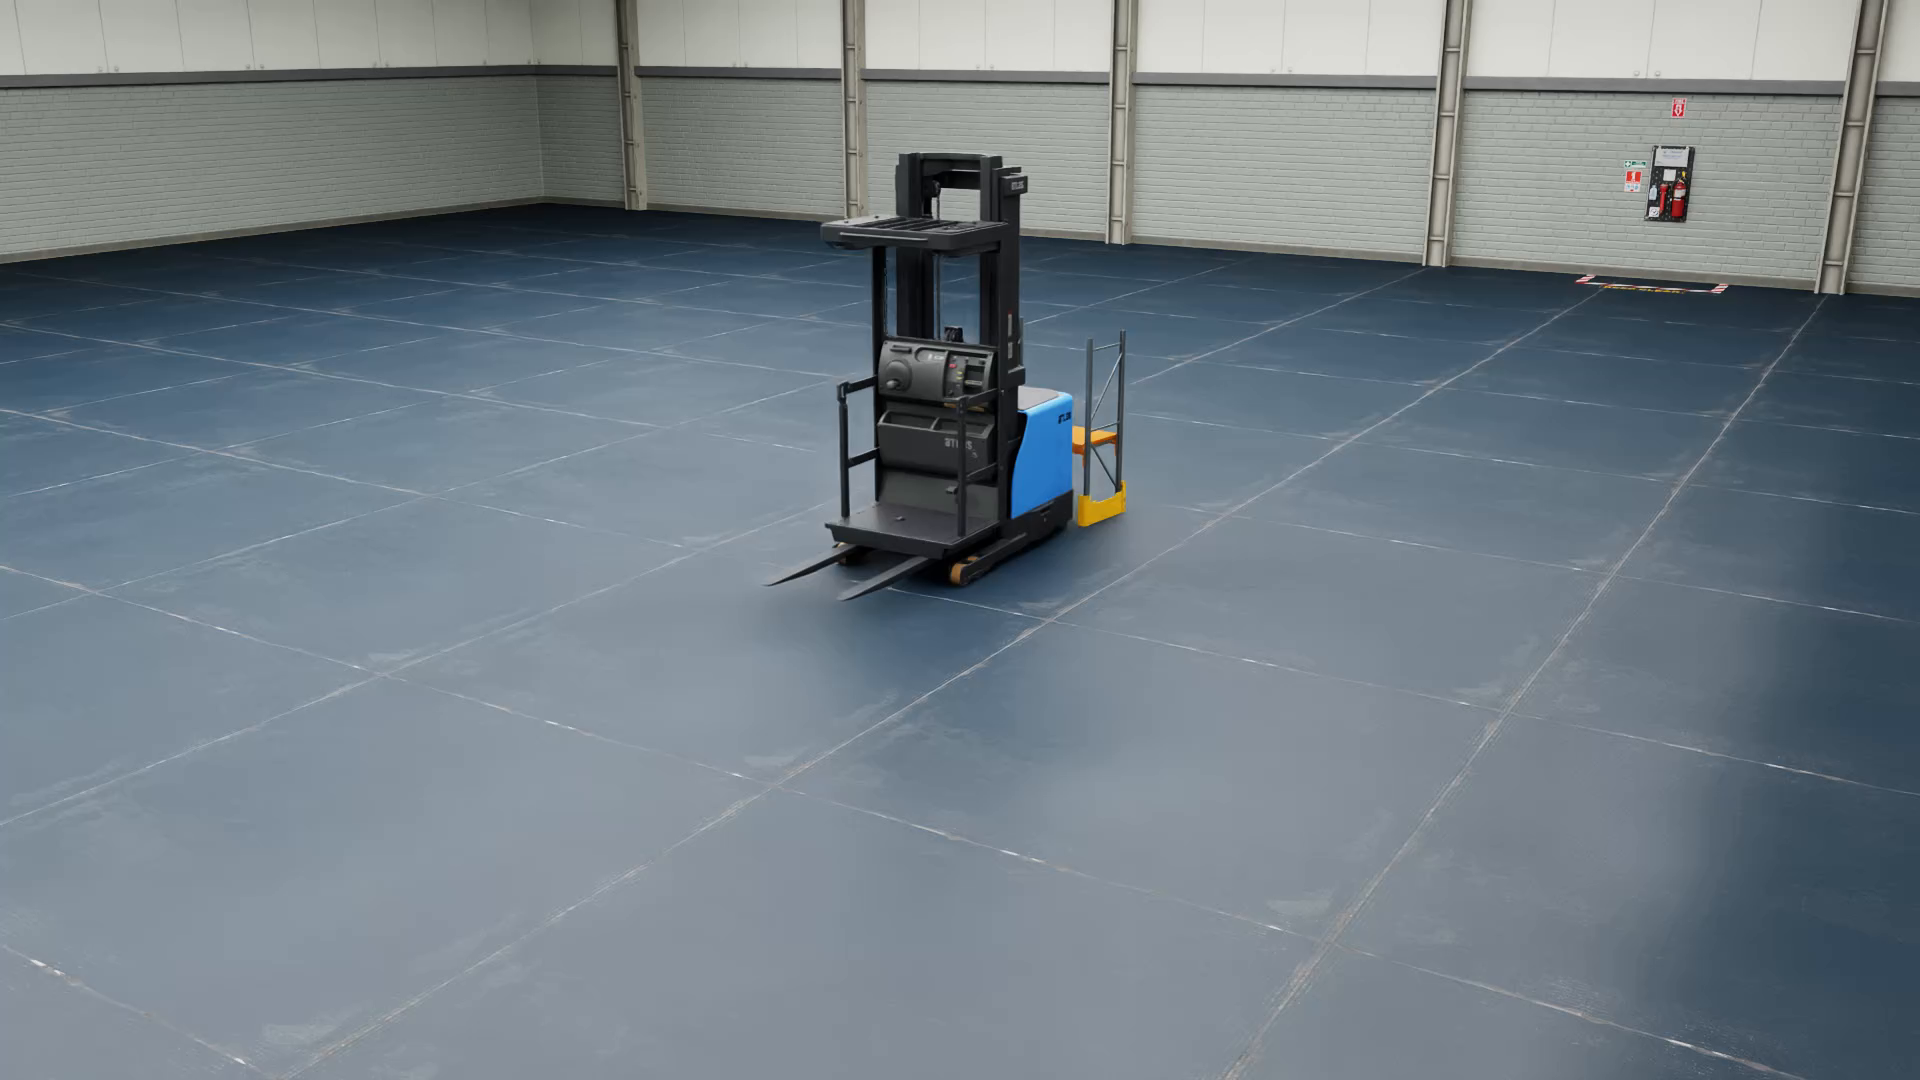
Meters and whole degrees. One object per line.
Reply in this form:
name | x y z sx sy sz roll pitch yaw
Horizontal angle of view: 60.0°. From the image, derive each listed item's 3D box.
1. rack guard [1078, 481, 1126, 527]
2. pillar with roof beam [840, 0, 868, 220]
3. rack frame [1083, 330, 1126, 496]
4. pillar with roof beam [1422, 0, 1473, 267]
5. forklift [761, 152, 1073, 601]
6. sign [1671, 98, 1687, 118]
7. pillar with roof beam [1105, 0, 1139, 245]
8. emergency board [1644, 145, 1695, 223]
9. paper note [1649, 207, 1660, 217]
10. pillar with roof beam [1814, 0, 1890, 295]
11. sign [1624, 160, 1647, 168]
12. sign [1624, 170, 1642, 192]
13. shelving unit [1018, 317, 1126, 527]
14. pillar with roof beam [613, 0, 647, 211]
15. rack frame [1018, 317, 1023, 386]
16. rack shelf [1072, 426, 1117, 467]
rack guard | 1.148 -0.298 13.433 0.087 0.250 0.587 13 21 37
pillar with roof beam | -4.387 -9.734 29.445 0.400 9.000 9.100 10 20 30
rack frame | 1.149 -0.896 13.251 0.032 1.500 0.500 13 21 37
pillar with roof beam | 5.838 -7.909 23.436 0.400 9.000 9.100 10 20 30
forklift | -0.282 -1.224 11.868 1.130 2.935 3.031 10 19 29
sign | 11.163 -6.713 25.830 0.199 0.298 0.001 10 20 30
pillar with roof beam | 0.726 -8.822 26.440 0.400 9.000 9.100 10 20 30
emergency board | 11.118 -5.577 26.082 0.643 1.169 0.194 10 20 30
paper note | 11.003 -5.200 26.355 0.142 0.148 0.016 10 20 30
pillar with roof beam | 10.951 -6.996 20.431 0.400 9.000 9.100 10 20 30
sign | 10.700 -5.955 26.351 0.331 0.109 0.001 10 20 30
sign | 10.701 -5.704 26.438 0.234 0.329 0.001 10 20 30
shelving unit | 0.762 -0.988 13.552 1.083 1.500 0.587 13 21 37
pillar with roof beam | -9.500 -10.647 32.449 0.400 9.000 9.100 10 20 30
rack frame | 0.359 -1.082 13.863 0.032 1.500 0.500 13 21 37
rack shelf | 0.754 -0.817 13.609 1.000 0.185 0.538 13 21 37
